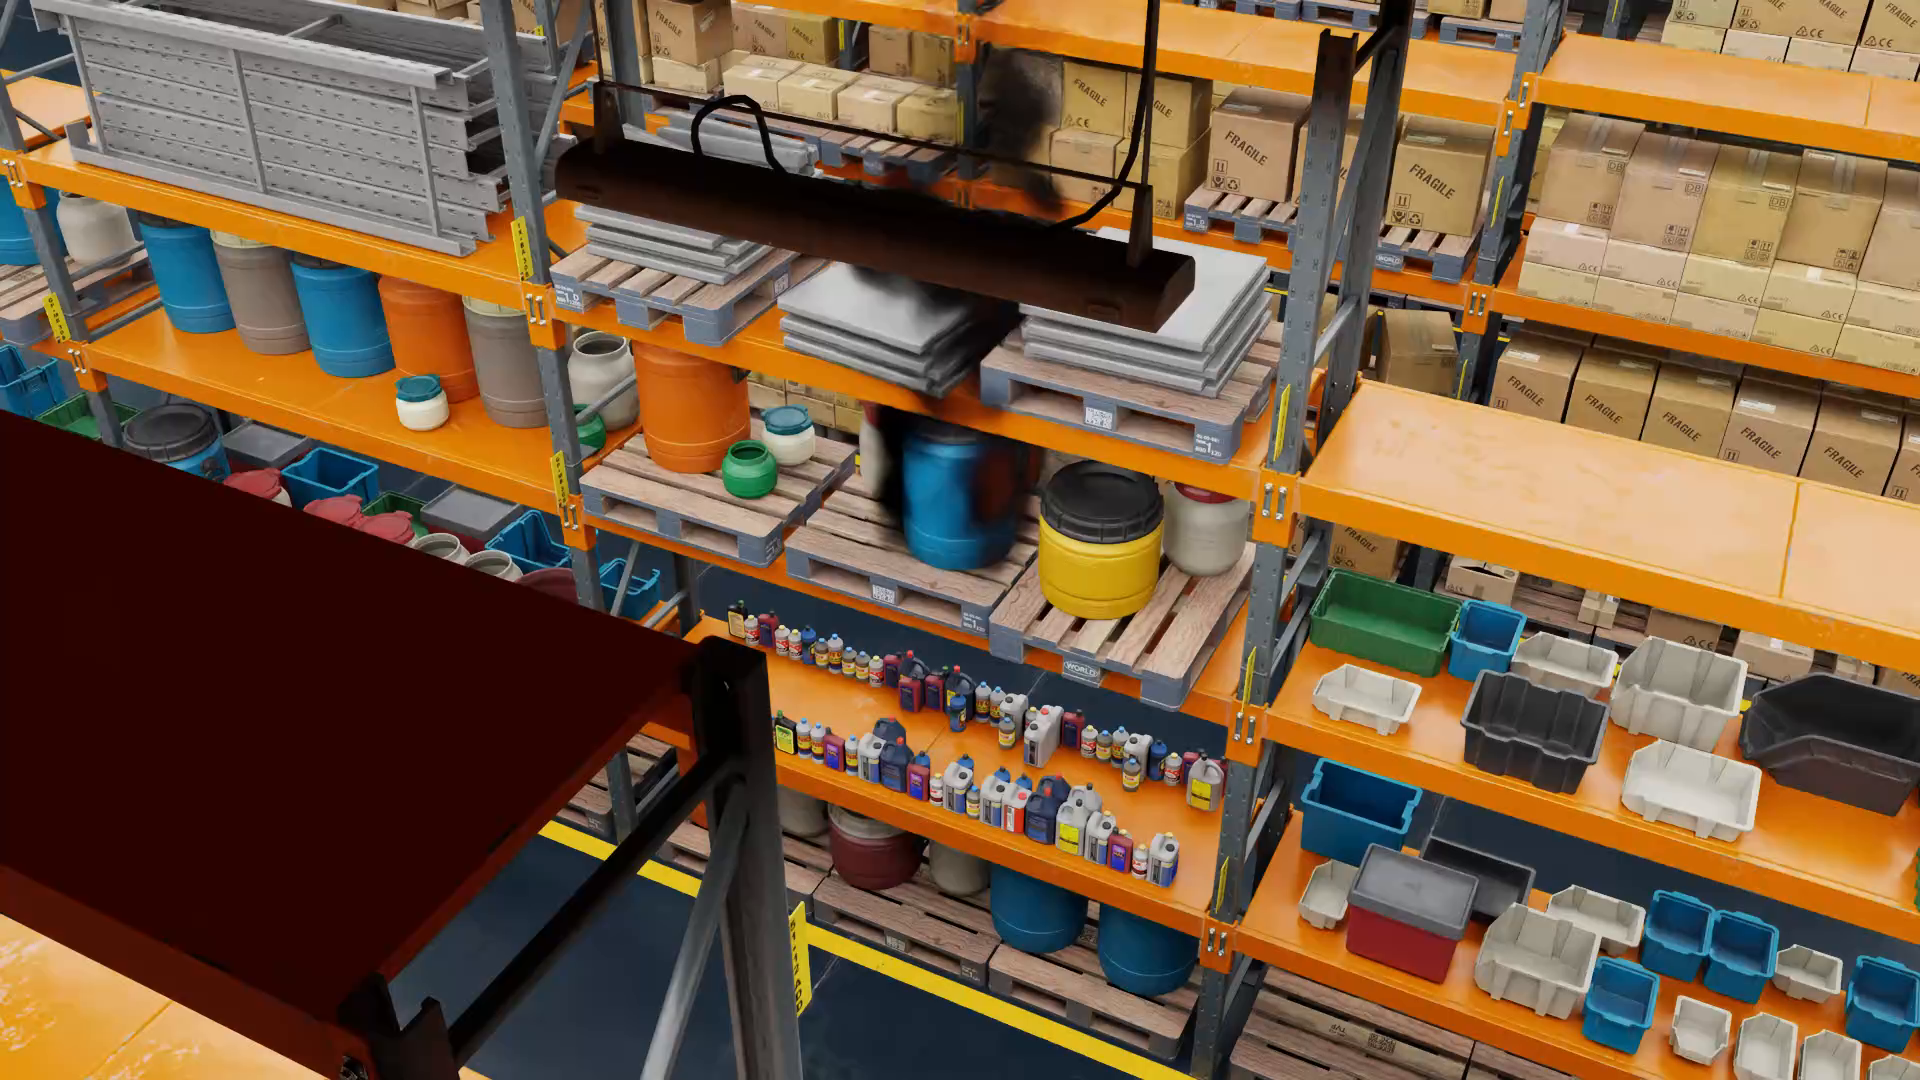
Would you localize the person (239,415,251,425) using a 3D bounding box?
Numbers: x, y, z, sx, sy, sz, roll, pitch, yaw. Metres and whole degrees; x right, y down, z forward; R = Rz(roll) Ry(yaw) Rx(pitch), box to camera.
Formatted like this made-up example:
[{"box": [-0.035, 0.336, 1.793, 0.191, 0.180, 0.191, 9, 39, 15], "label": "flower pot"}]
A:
[{"box": [-5.611, -0.856, 13.626, 0.996, 1.779, 0.670, 19, 39, 25], "label": "person"}]
